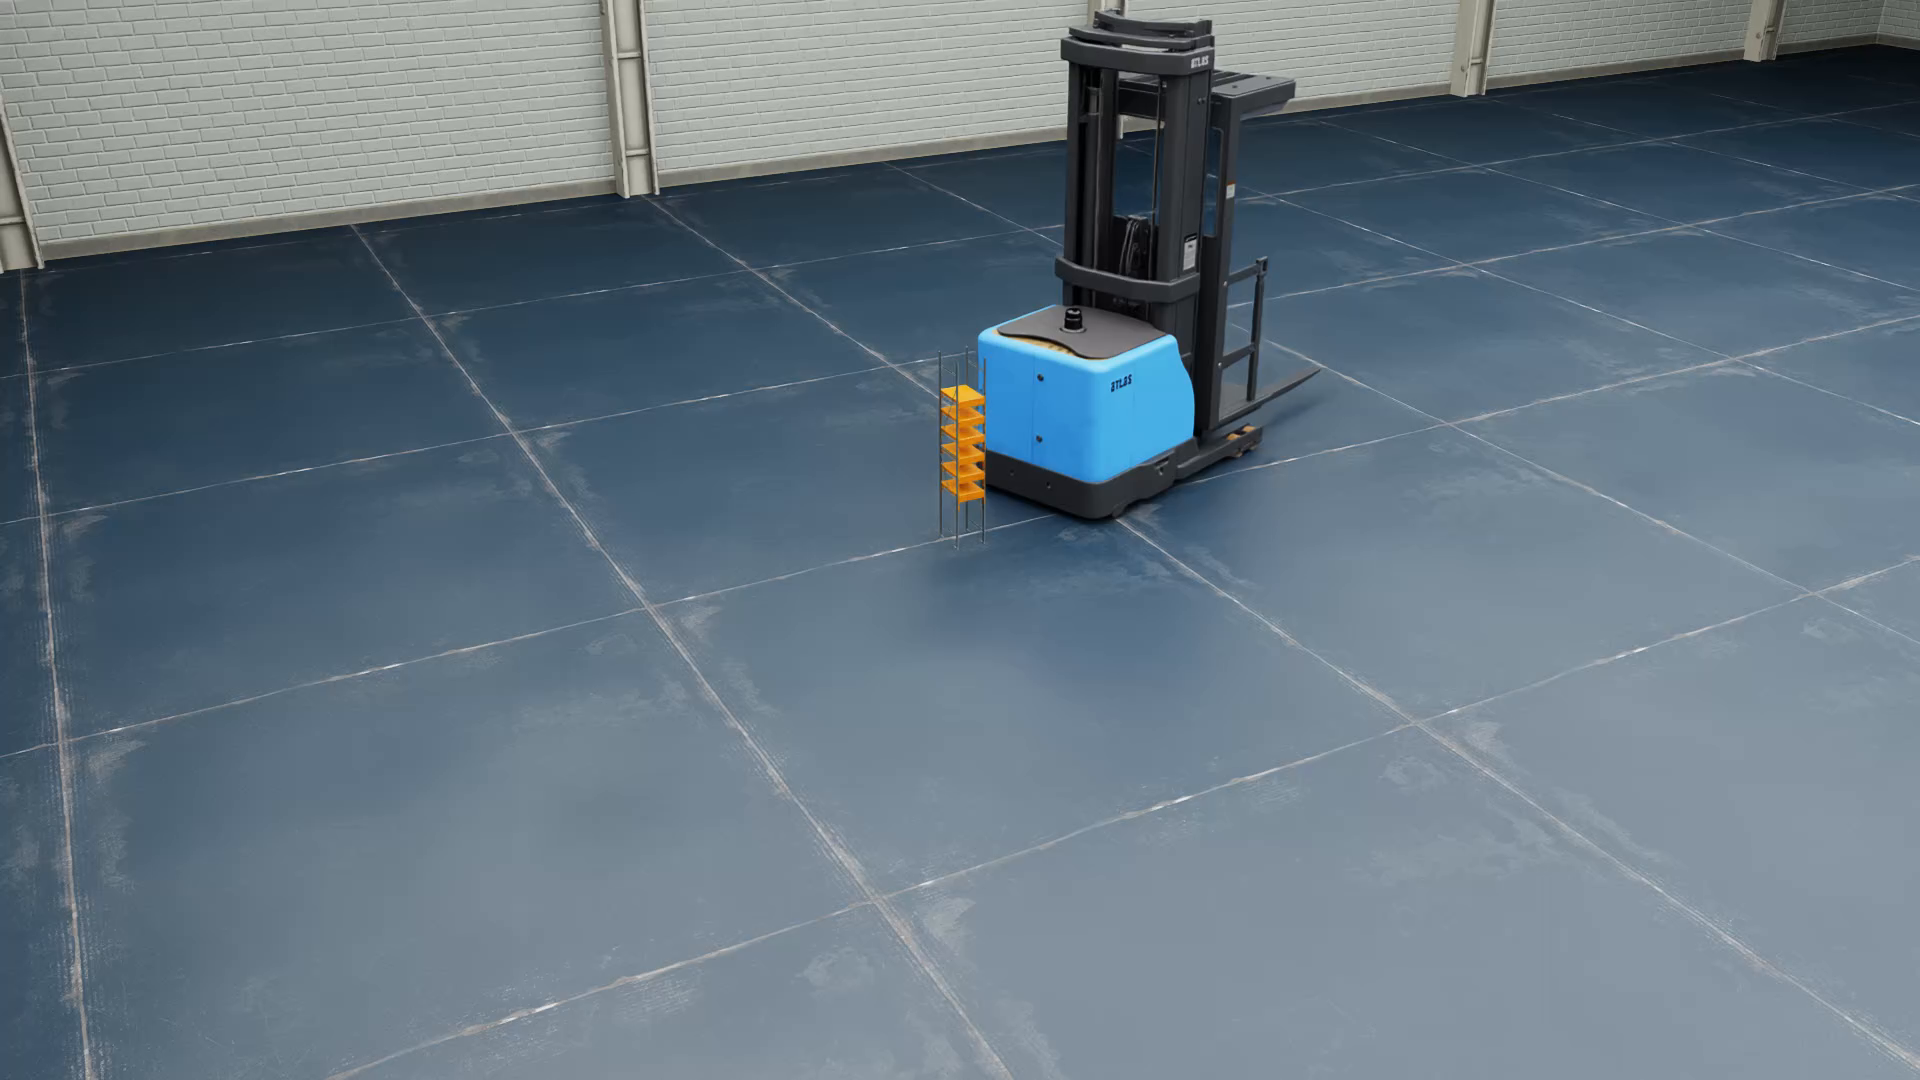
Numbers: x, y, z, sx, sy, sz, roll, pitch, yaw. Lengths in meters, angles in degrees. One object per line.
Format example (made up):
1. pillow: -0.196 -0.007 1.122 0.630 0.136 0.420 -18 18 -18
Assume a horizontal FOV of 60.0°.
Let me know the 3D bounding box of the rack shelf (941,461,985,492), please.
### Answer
1. rack shelf: 0.013 -0.396 10.068 0.180 0.103 0.258 -13 29 -25

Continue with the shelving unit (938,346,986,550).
1. shelving unit: 0.013 -0.544 9.996 0.189 1.200 0.258 -13 29 -25

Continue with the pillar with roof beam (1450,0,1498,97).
1. pillar with roof beam: 9.101 -8.640 17.848 0.400 9.000 9.100 -13 29 -25

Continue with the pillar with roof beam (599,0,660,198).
1. pillar with roof beam: -1.487 -6.196 12.758 0.400 9.000 9.100 -13 29 -25

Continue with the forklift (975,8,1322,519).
1. forklift: 1.450 -2.011 11.053 1.130 2.935 3.031 21 33 37

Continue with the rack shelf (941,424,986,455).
1. rack shelf: 0.013 -0.612 9.964 0.180 0.103 0.258 -13 29 -25

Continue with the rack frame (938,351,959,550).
1. rack frame: -0.068 -0.525 9.958 0.006 1.200 0.240 -13 29 -25

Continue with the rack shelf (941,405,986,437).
1. rack shelf: 0.013 -0.720 9.912 0.180 0.103 0.258 -13 29 -25

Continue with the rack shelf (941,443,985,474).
1. rack shelf: 0.013 -0.504 10.016 0.180 0.103 0.258 -13 29 -25

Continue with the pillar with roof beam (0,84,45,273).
1. pillar with roof beam: -6.781 -4.974 10.213 0.400 9.000 9.100 -13 29 -25

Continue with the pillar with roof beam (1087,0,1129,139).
1. pillar with roof beam: 3.807 -7.418 15.303 0.400 9.000 9.100 -13 29 -25

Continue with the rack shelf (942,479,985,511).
1. rack shelf: 0.013 -0.287 10.120 0.180 0.103 0.258 -13 29 -25

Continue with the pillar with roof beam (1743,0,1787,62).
1. pillar with roof beam: 14.396 -9.862 20.393 0.400 9.000 9.100 -13 29 -25

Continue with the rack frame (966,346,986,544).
1. rack frame: 0.094 -0.562 10.035 0.006 1.200 0.240 -13 29 -25

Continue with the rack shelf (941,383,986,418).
1. rack shelf: 0.013 -0.828 9.860 0.180 0.103 0.258 -13 29 -25
